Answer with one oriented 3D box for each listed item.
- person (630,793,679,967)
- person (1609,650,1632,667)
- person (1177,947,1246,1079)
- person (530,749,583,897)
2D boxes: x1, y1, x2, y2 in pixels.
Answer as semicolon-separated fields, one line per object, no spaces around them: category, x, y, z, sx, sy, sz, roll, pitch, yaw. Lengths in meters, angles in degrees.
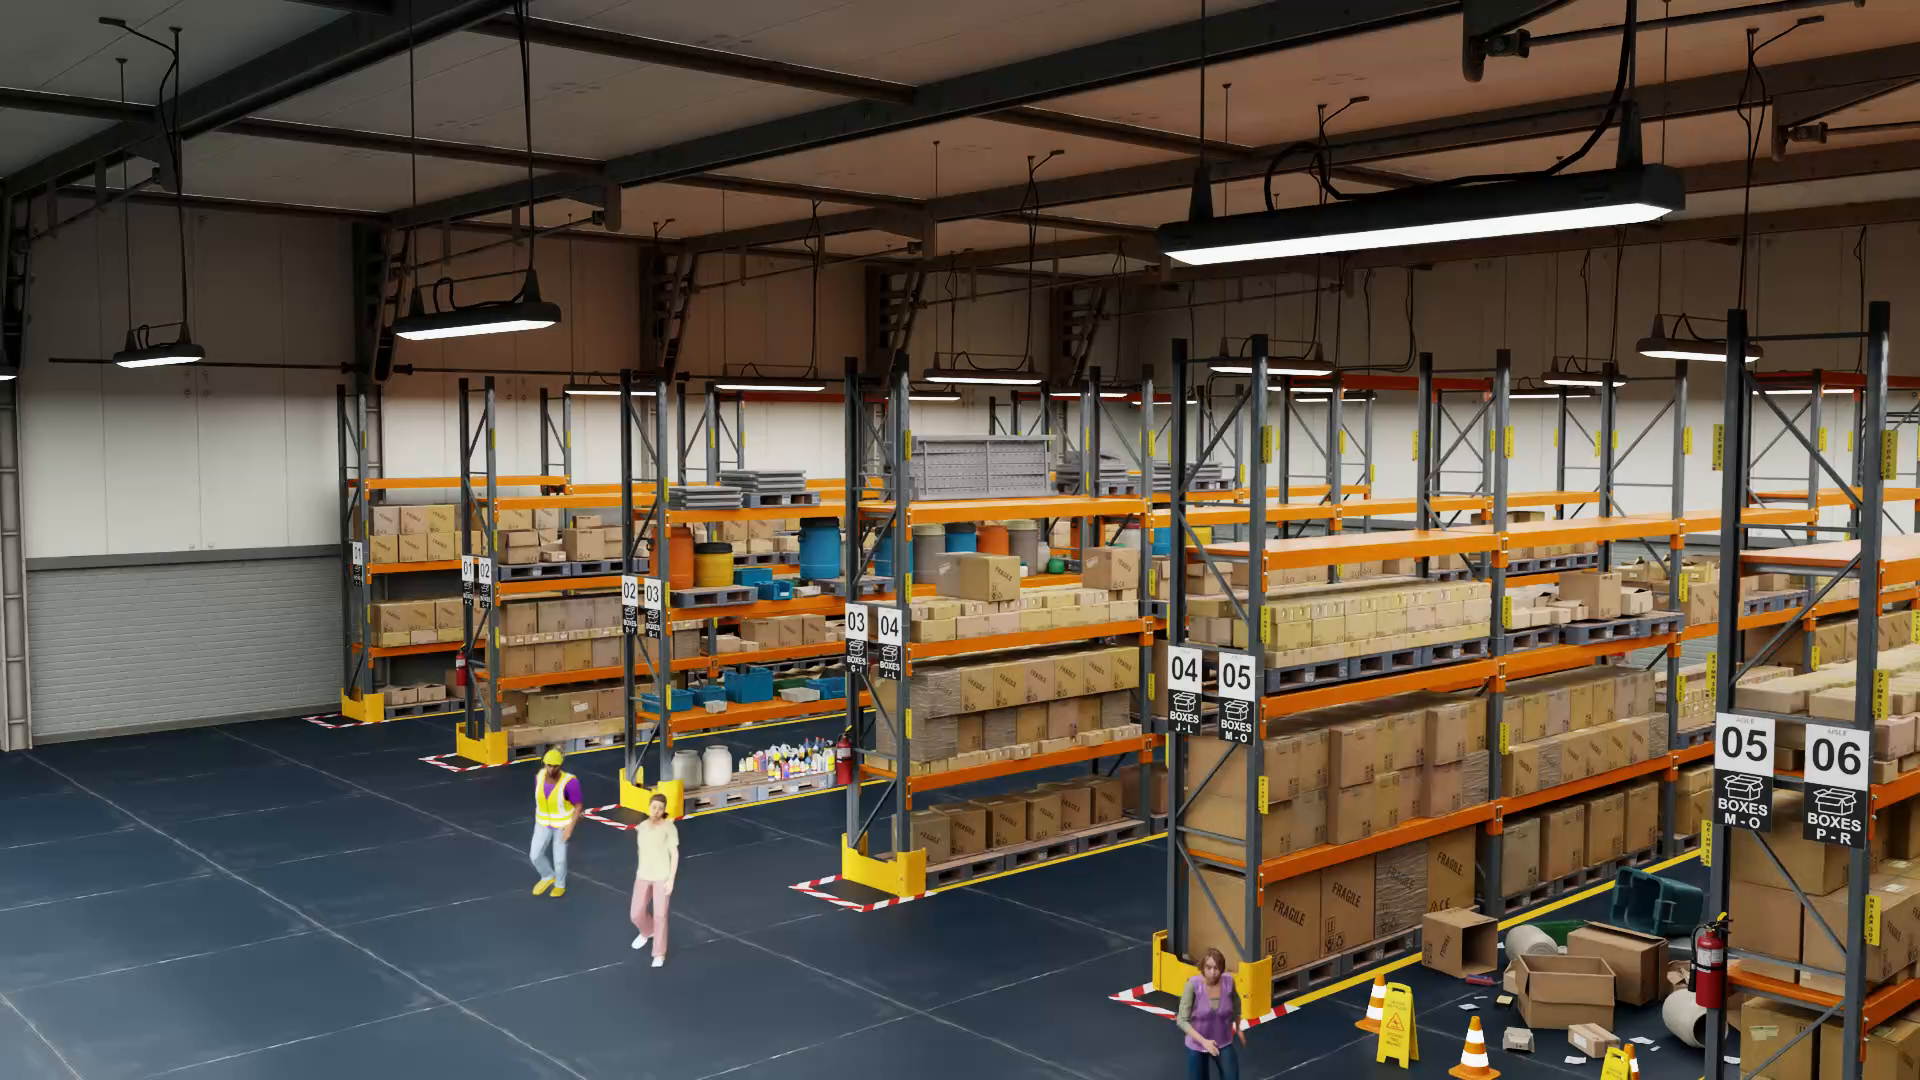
person;-2.959;3.265;16.136;0.573;1.667;0.531;1;4;12
person;12.281;2.279;31.185;0.670;1.683;0.710;0;4;6
person;1.807;3.647;11.910;0.545;1.476;0.744;0;4;-3
person;-4.415;3.106;18.206;0.664;1.699;0.723;1;4;8
